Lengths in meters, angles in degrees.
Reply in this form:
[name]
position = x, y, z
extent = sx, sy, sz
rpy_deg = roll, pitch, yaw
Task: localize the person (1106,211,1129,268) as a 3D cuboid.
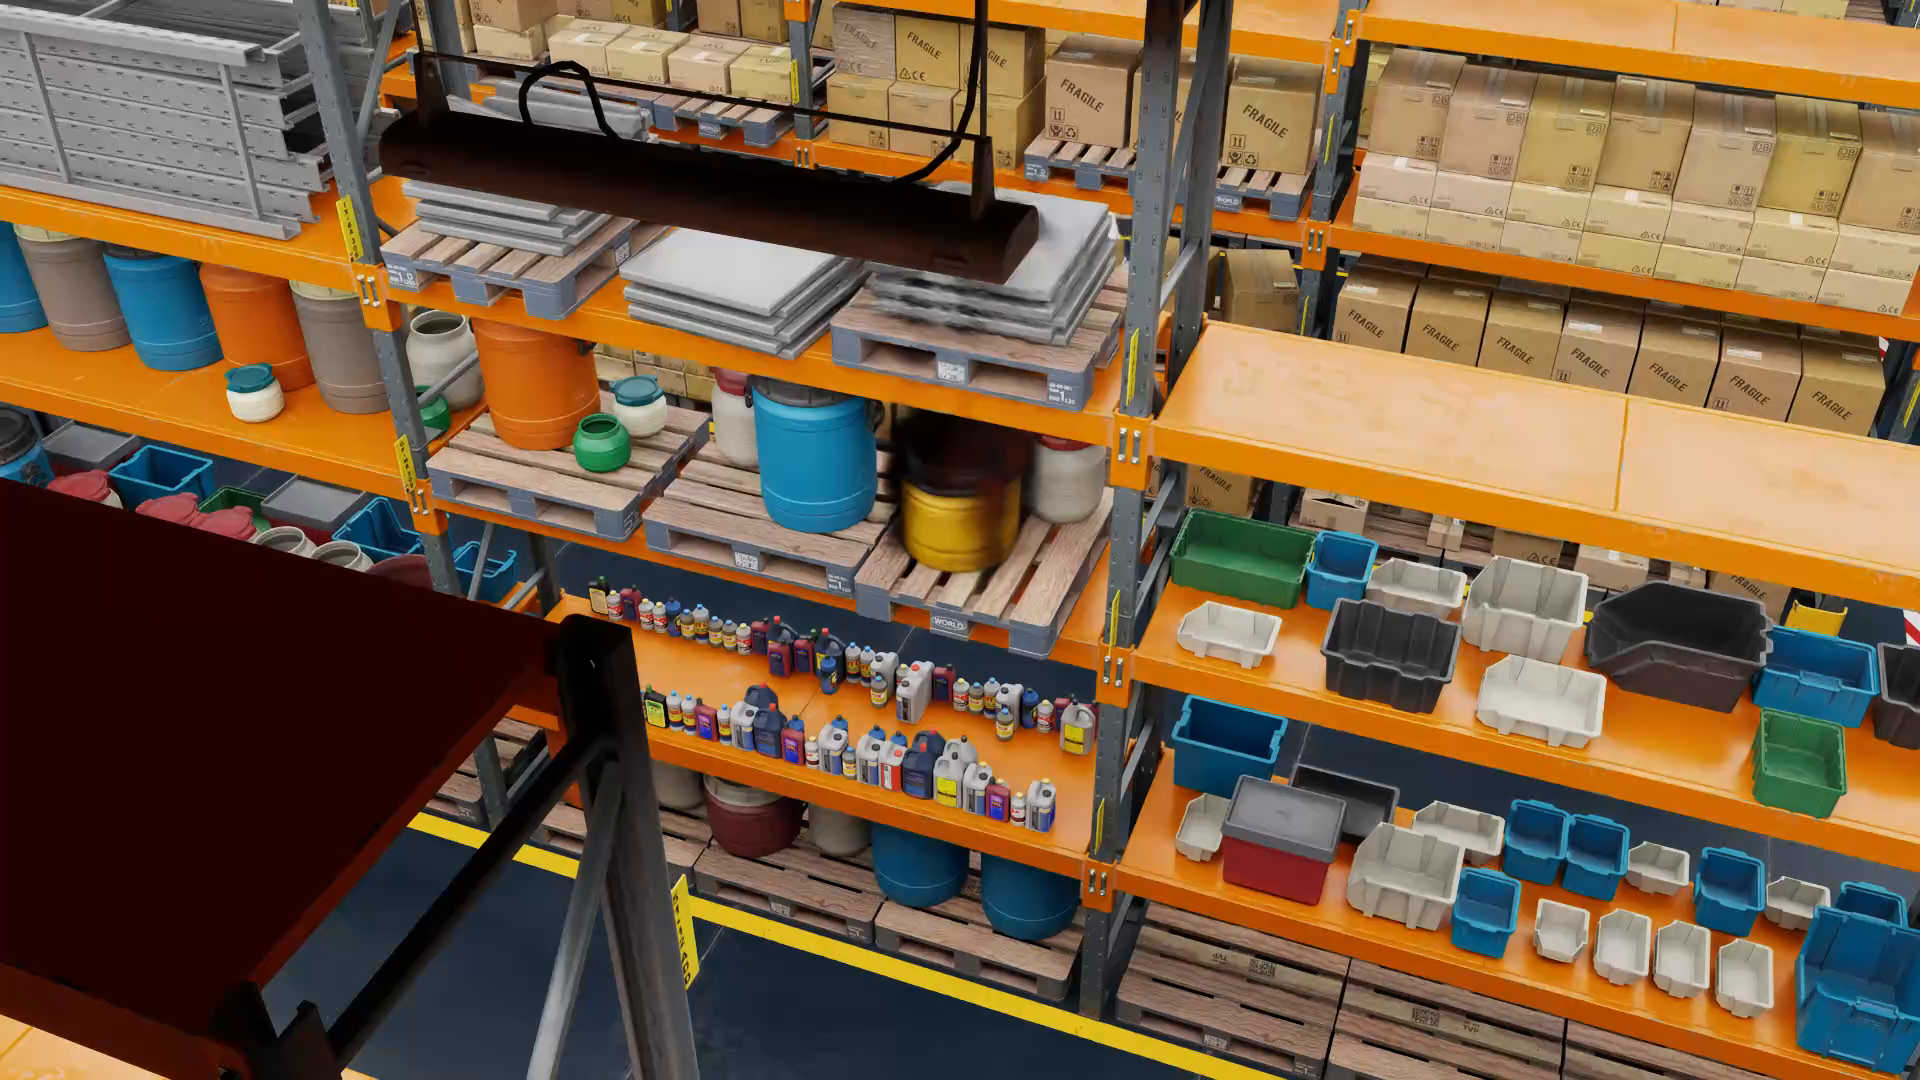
[person]
position = 1.346, -2.372, 15.190
extent = 0.655, 1.736, 0.629
rpy_deg = -7, 37, -9
